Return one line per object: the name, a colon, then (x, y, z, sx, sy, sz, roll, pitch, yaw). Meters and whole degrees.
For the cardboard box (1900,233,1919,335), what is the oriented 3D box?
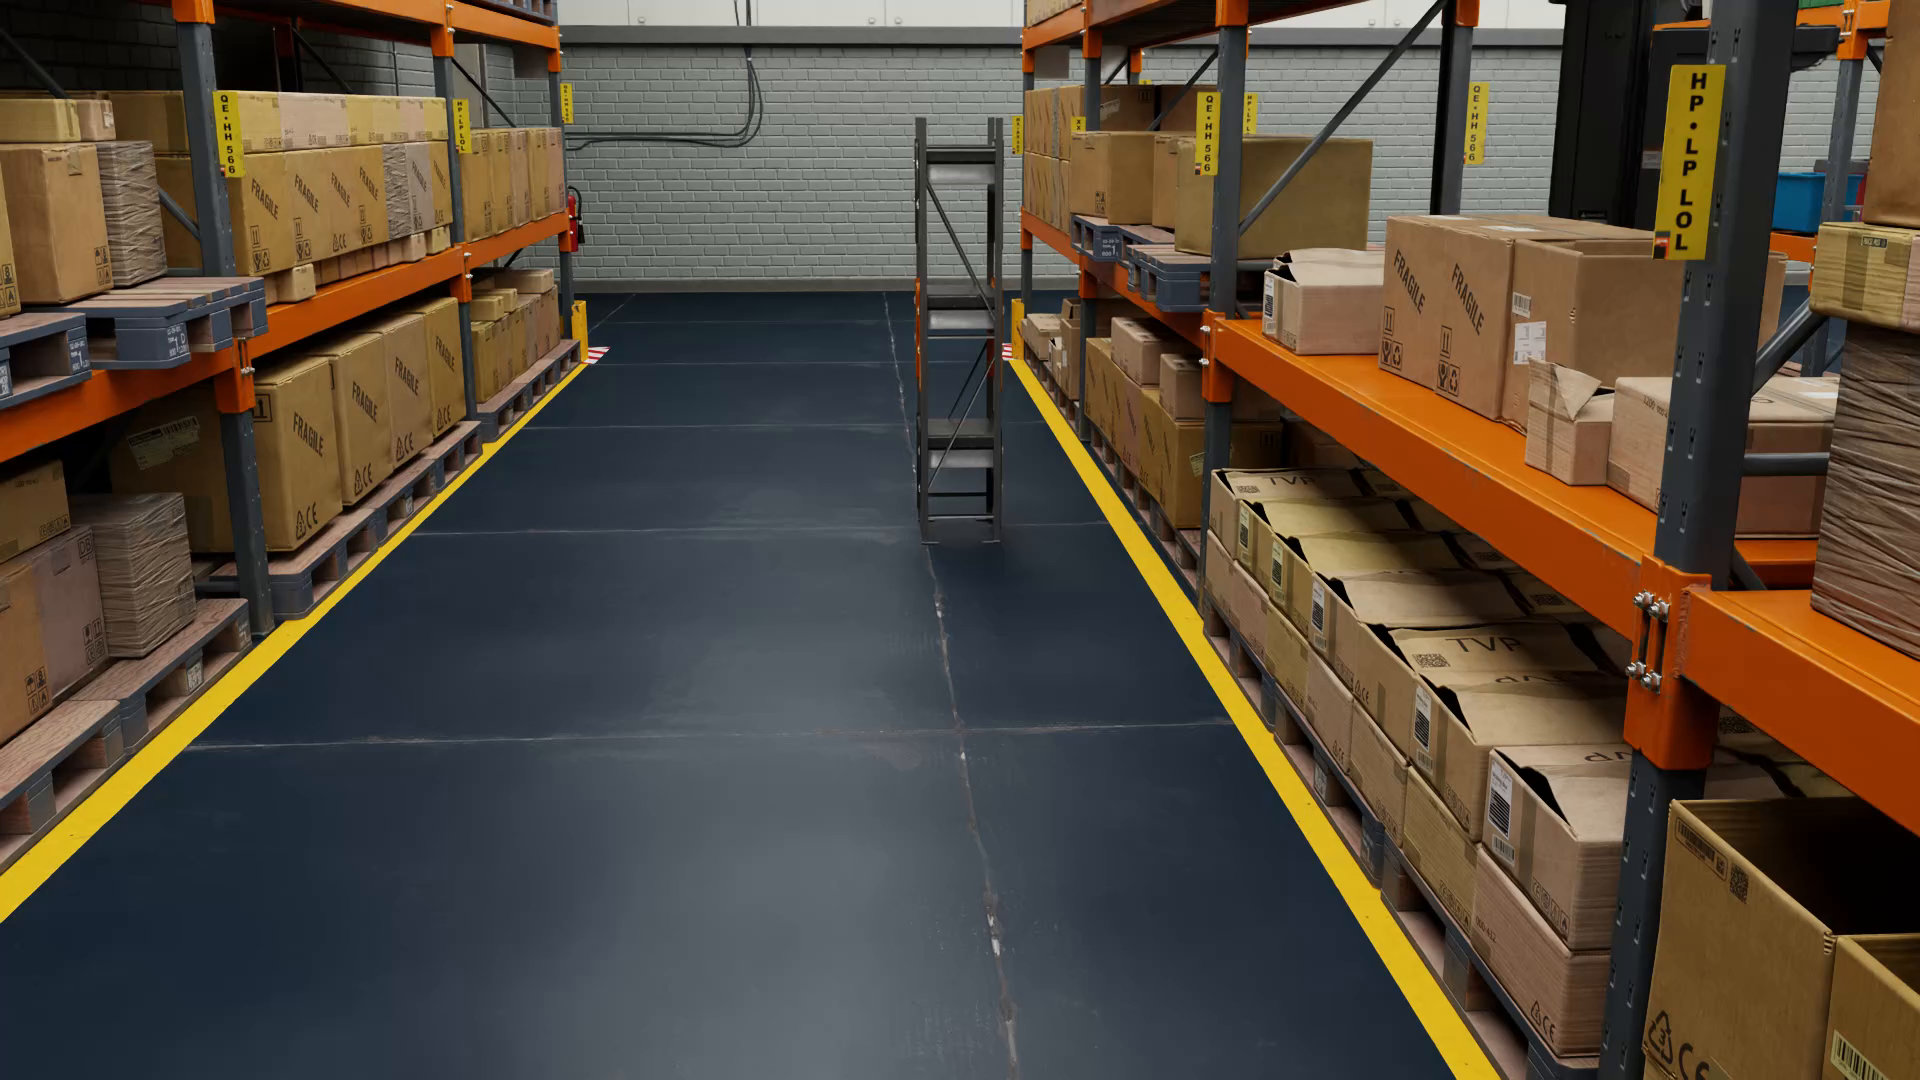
cardboard box: (1.631, -0.364, 2.418, 0.380, 0.149, 0.250, -1, 14, -3)

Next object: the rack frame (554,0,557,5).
rack frame: (-3.895, -5.946, 13.576, 1.000, 3.000, 0.127, -1, 14, -3)

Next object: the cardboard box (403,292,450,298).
cardboard box: (-3.832, -1.698, 11.976, 0.380, 0.149, 0.250, -1, 14, -5)

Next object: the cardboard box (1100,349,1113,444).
cardboard box: (1.127, -0.869, 10.017, 0.500, 0.500, 0.500, -1, 14, -3)

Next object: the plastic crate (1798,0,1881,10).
plastic crate: (5.913, -3.649, 11.095, 0.450, 0.188, 0.662, -1, 14, -3)

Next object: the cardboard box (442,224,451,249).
cardboard box: (-3.344, -1.854, 10.176, 0.380, 0.149, 0.250, -1, 14, -3)

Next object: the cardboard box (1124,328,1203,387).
cardboard box: (1.177, -0.991, 8.987, 0.500, 0.250, 0.500, -1, 14, -4)

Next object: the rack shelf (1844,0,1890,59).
rack shelf: (6.365, -2.805, 8.834, 1.077, 0.370, 4.000, -1, 14, -3)

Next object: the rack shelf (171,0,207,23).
rack shelf: (-3.276, -1.658, 4.373, 1.077, 0.370, 4.000, -1, 14, -3)

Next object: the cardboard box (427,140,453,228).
cardboard box: (-3.367, -2.137, 9.974, 0.500, 0.500, 0.500, -1, 14, -4)

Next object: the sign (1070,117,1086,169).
sign: (0.755, -2.532, 10.610, 0.100, 0.325, 0.005, -1, 14, -3)

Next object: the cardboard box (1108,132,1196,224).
cardboard box: (1.209, -2.083, 9.561, 0.700, 0.500, 0.500, 1, 14, 5)

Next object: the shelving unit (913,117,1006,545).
shelving unit: (-0.010, -1.058, 8.425, 0.431, 2.100, 0.503, -1, 14, -3)

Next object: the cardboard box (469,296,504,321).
cardboard box: (-3.430, -1.628, 11.706, 0.380, 0.149, 0.250, 0, 14, -2)

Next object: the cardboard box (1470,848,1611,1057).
cardboard box: (1.477, 0.896, 3.699, 0.500, 0.250, 0.500, -1, 14, -4)

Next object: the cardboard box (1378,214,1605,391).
cardboard box: (1.665, -0.760, 5.258, 0.500, 0.500, 0.500, -2, 15, -6)

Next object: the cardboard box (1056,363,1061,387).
cardboard box: (0.895, -1.185, 11.951, 0.380, 0.149, 0.250, -1, 14, -3)

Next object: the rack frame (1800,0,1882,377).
rack frame: (6.241, -2.199, 11.051, 1.000, 3.000, 0.127, -1, 14, -3)

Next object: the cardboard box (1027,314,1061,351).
cardboard box: (0.830, -1.735, 13.886, 0.500, 0.250, 0.500, -1, 14, -3)

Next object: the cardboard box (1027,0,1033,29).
cardboard box: (0.827, -4.366, 13.757, 0.500, 0.250, 0.500, -1, 14, -3)

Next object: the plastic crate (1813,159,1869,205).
plastic crate: (6.436, -2.484, 11.914, 0.402, 0.464, 0.583, -1, 14, -3)

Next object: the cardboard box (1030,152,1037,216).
cardboard box: (0.850, -2.924, 13.669, 0.500, 0.500, 0.500, -1, 14, -4)

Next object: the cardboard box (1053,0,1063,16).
cardboard box: (0.941, -3.869, 11.823, 0.500, 0.250, 0.500, -1, 14, -3)

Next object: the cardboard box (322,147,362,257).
cardboard box: (-3.227, -1.632, 8.010, 0.500, 0.500, 0.500, -1, 14, -4)

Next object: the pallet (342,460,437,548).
pallet: (-3.446, -0.200, 8.881, 1.003, 0.211, 1.213, -1, 14, -3)

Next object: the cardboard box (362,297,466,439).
cardboard box: (-3.477, -1.048, 10.052, 0.750, 0.750, 0.750, -1, 14, -3)

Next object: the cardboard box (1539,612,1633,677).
cardboard box: (1.956, 0.363, 4.644, 0.500, 0.311, 0.500, -1, 14, -5)

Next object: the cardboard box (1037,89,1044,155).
cardboard box: (0.879, -3.282, 13.054, 0.500, 0.500, 0.500, -1, 14, -3)

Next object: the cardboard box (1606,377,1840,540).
cardboard box: (1.718, -0.183, 3.517, 0.500, 0.250, 0.500, 0, 14, 0)

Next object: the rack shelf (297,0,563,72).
rack shelf: (-3.771, -3.647, 12.106, 1.077, 0.370, 4.000, -1, 14, -3)

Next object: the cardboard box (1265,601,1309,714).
cardboard box: (1.354, 0.389, 5.670, 0.500, 0.250, 0.500, -1, 14, -5)

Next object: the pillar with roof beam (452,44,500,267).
pillar with roof beam: (-0.629, -6.670, 16.392, 9.100, 9.000, 0.400, -1, 14, -3)

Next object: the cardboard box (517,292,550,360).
cardboard box: (-3.721, -1.736, 13.428, 0.700, 0.500, 0.500, -1, 14, -4)

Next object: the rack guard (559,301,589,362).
rack guard: (-3.897, -1.836, 14.658, 1.175, 0.500, 0.348, -1, 14, -3)

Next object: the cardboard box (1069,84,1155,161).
cardboard box: (1.007, -2.777, 11.094, 0.500, 0.500, 0.500, -1, 14, -3)

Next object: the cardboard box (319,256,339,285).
cardboard box: (-3.296, -1.344, 8.193, 0.380, 0.149, 0.250, -1, 14, -3)

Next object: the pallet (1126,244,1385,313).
pallet: (1.432, -1.203, 7.566, 1.213, 0.211, 1.003, -1, 14, -3)

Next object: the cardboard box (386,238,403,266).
cardboard box: (-3.310, -1.600, 9.188, 0.380, 0.149, 0.250, -1, 14, -3)

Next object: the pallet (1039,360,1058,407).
pallet: (1.176, -1.247, 12.951, 1.003, 0.211, 1.213, -1, 14, -3)

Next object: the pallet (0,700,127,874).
pallet: (-3.280, 0.797, 5.006, 1.003, 0.211, 1.213, -1, 14, -3)

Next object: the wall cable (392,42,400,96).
wall cable: (-4.919, -3.836, 15.378, 0.084, 1.984, 1.851, -1, 14, -3)

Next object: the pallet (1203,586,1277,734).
pallet: (1.556, 0.428, 6.441, 1.003, 0.211, 1.213, -1, 14, -3)

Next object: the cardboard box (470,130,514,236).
cardboard box: (-3.704, -2.508, 11.651, 0.980, 0.700, 0.700, -1, 14, -5)

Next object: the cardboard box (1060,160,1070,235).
cardboard box: (0.976, -2.420, 11.711, 0.500, 0.500, 0.500, 0, 14, -2)

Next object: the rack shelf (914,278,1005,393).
rack shelf: (-0.010, -1.045, 8.428, 0.431, 0.518, 0.480, -1, 14, -3)

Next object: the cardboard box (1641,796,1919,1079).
cardboard box: (1.508, 0.752, 2.755, 0.500, 0.500, 0.500, -1, 14, -3)

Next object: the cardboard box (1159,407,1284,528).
cardboard box: (1.252, -0.360, 8.038, 0.500, 0.500, 0.500, 0, 14, -1)

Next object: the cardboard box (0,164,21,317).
cardboard box: (-3.261, -0.886, 4.867, 0.700, 0.500, 0.500, -1, 14, -3)

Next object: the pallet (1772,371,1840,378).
pallet: (6.156, -1.030, 12.107, 1.003, 0.211, 1.213, -1, 14, -3)

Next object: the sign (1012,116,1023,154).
sign: (0.507, -3.529, 14.484, 0.100, 0.325, 0.005, -1, 14, -3)

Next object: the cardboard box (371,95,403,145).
cardboard box: (-3.309, -2.245, 8.887, 0.500, 0.250, 0.500, -1, 14, -2)

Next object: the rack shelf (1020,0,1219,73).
rack shelf: (1.173, -3.725, 12.407, 1.077, 0.370, 4.000, -1, 14, -3)

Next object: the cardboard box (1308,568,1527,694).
cardboard box: (1.386, 0.249, 5.091, 0.500, 0.311, 0.500, -1, 14, -4)

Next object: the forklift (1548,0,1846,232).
forklift: (3.681, -1.444, 8.255, 3.031, 2.935, 1.130, 6, 16, 22)

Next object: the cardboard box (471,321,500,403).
cardboard box: (-3.591, -1.226, 11.445, 0.700, 0.500, 0.500, -1, 14, -3)

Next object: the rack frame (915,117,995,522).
rack frame: (-0.025, -1.119, 8.661, 0.400, 2.100, 0.015, -1, 14, -3)

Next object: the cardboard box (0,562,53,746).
cardboard box: (-3.328, 0.378, 5.171, 0.700, 0.500, 0.500, -1, 14, -4)

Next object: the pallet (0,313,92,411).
pallet: (-3.236, -0.466, 4.703, 1.003, 0.211, 1.213, -1, 14, -3)

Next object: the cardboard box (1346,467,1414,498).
cardboard box: (1.823, -0.145, 6.620, 0.500, 0.311, 0.500, -1, 14, -2)

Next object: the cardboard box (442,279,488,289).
cardboard box: (-3.896, -1.951, 12.962, 0.380, 0.149, 0.250, -1, 14, -3)
